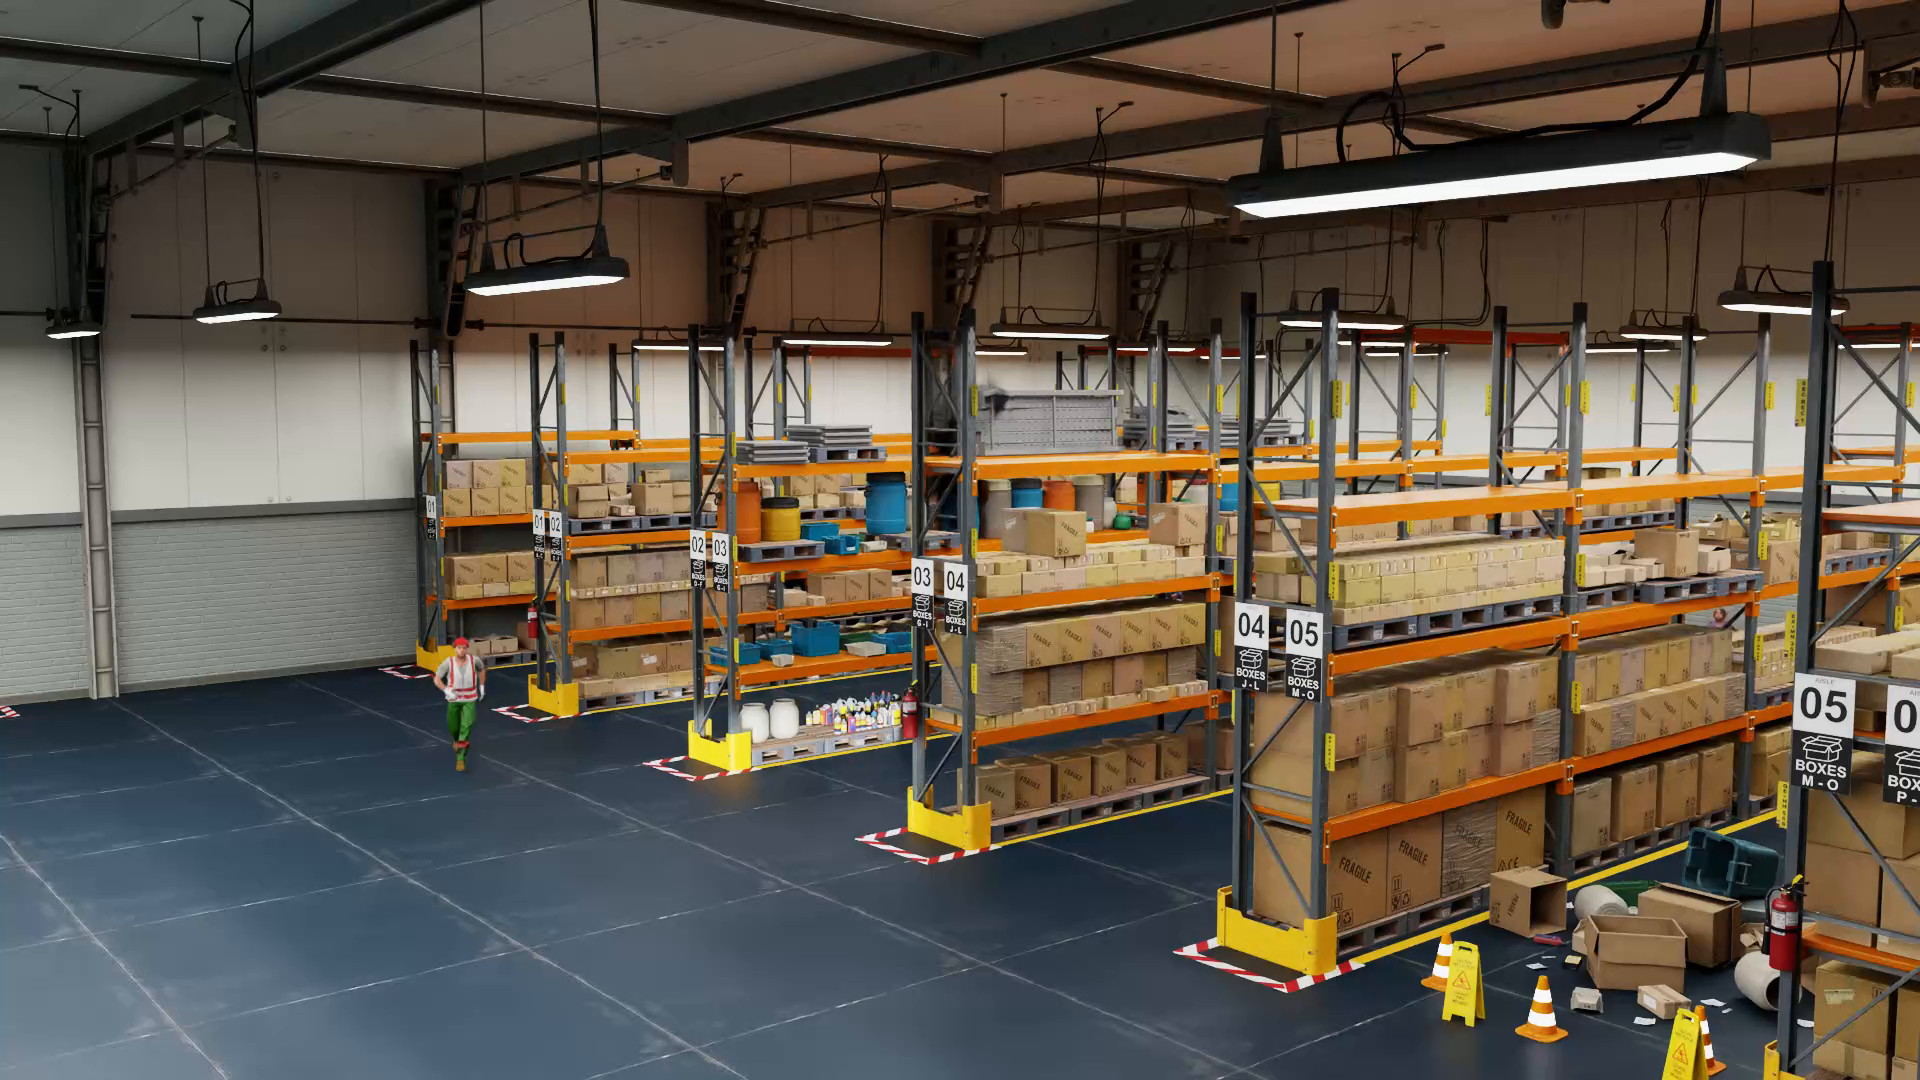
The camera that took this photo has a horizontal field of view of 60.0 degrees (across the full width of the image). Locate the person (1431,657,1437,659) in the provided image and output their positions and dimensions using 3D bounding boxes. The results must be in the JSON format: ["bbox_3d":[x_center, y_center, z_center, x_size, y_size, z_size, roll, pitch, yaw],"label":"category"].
[{"bbox_3d":[6.059,2.317,21.511,0.700,1.738,0.801,4,7,39],"label":"person"}]

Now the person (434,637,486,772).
[{"bbox_3d":[-6.796,2.191,22.648,0.684,1.770,0.993,-2,6,-22],"label":"person"}]

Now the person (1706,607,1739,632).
[{"bbox_3d":[12.327,1.884,26.965,0.566,1.620,0.596,4,7,37],"label":"person"}]

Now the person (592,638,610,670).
[{"bbox_3d":[-6.137,1.624,28.847,0.907,1.745,0.714,-5,7,-42],"label":"person"}]
